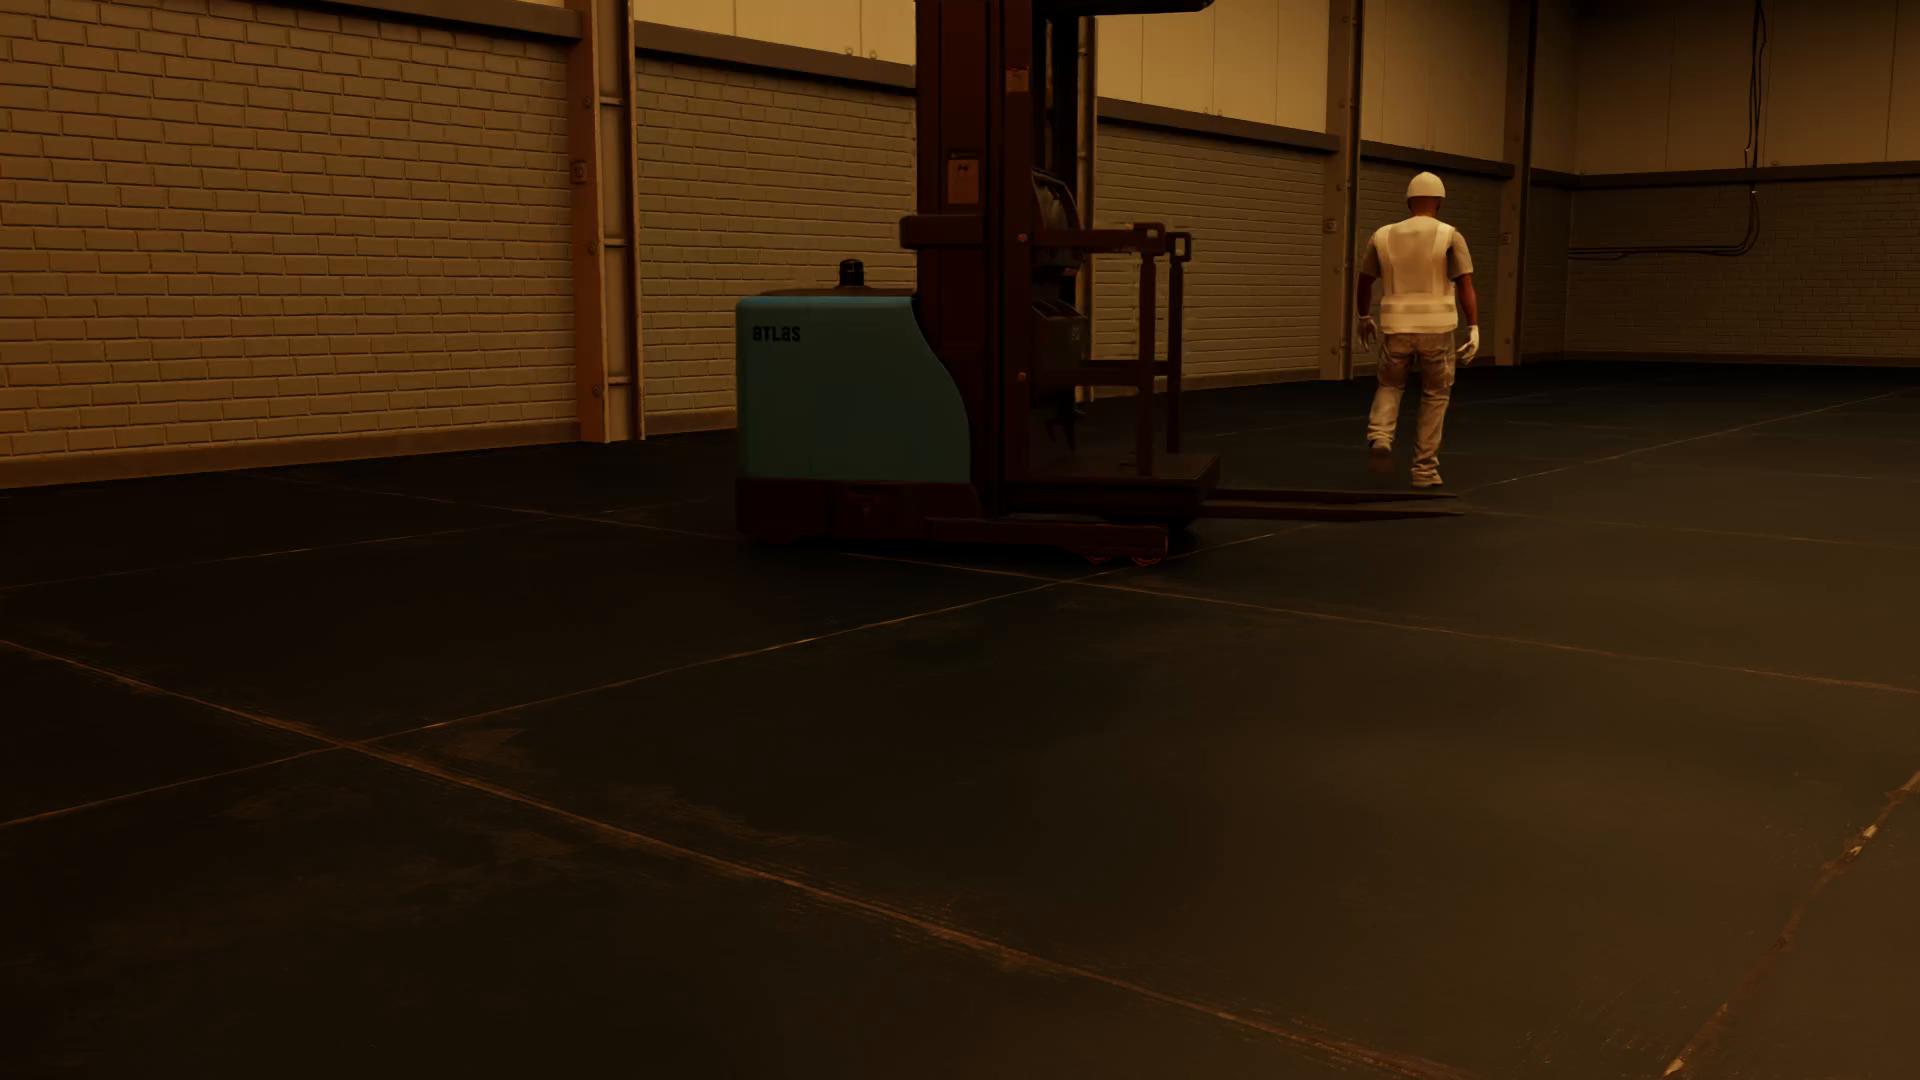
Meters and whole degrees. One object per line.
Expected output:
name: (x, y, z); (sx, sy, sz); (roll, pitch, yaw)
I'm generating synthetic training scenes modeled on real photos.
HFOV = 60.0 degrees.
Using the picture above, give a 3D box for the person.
person: (2.588, -1.187, 9.426); (0.748, 1.764, 0.483); (5, 10, 29)

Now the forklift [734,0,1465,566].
forklift: (0.603, -1.431, 7.062); (3.031, 2.935, 1.130); (2, 9, 14)
